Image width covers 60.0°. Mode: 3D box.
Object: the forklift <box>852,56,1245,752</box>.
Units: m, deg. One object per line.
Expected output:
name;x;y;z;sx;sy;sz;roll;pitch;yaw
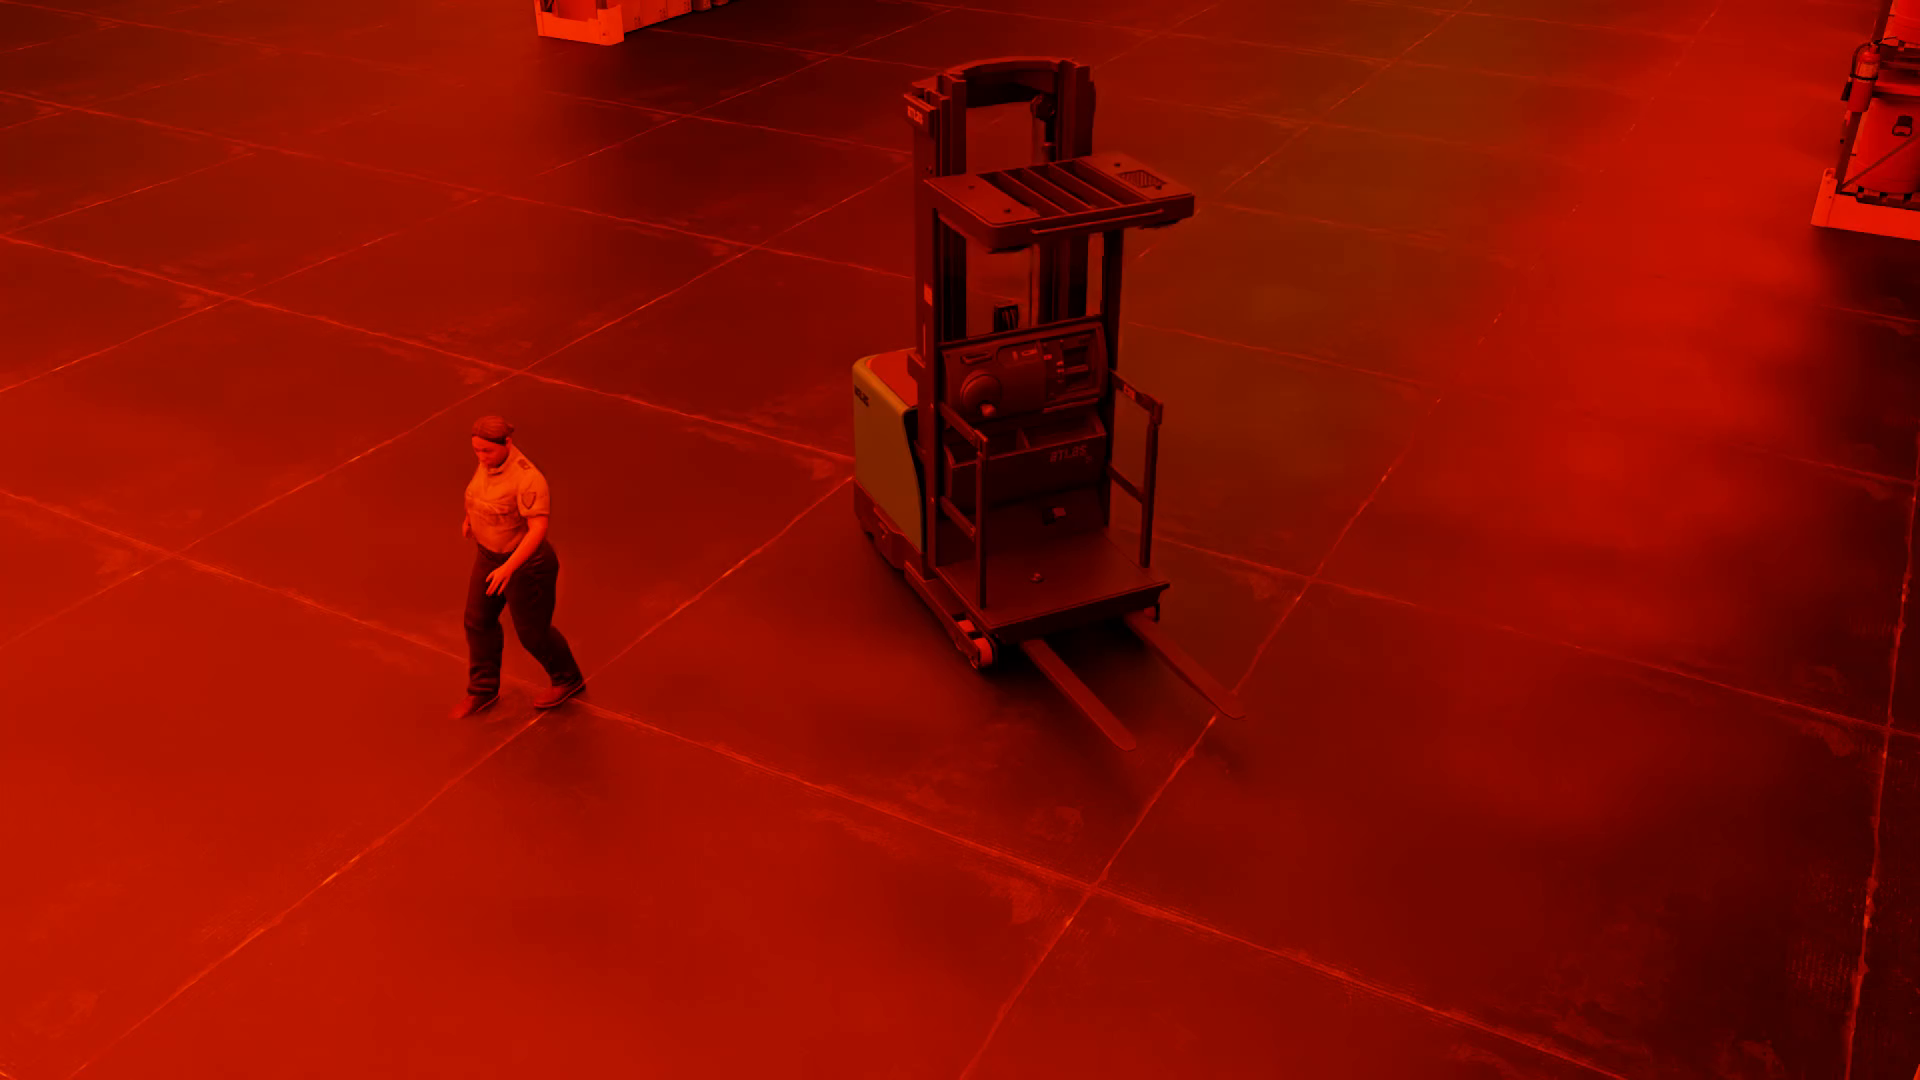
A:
forklift;0.441;-0.835;8.517;1.130;2.935;3.031;-13;33;-22

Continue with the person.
person;-2.282;0.150;8.167;0.926;1.656;0.666;26;39;38
